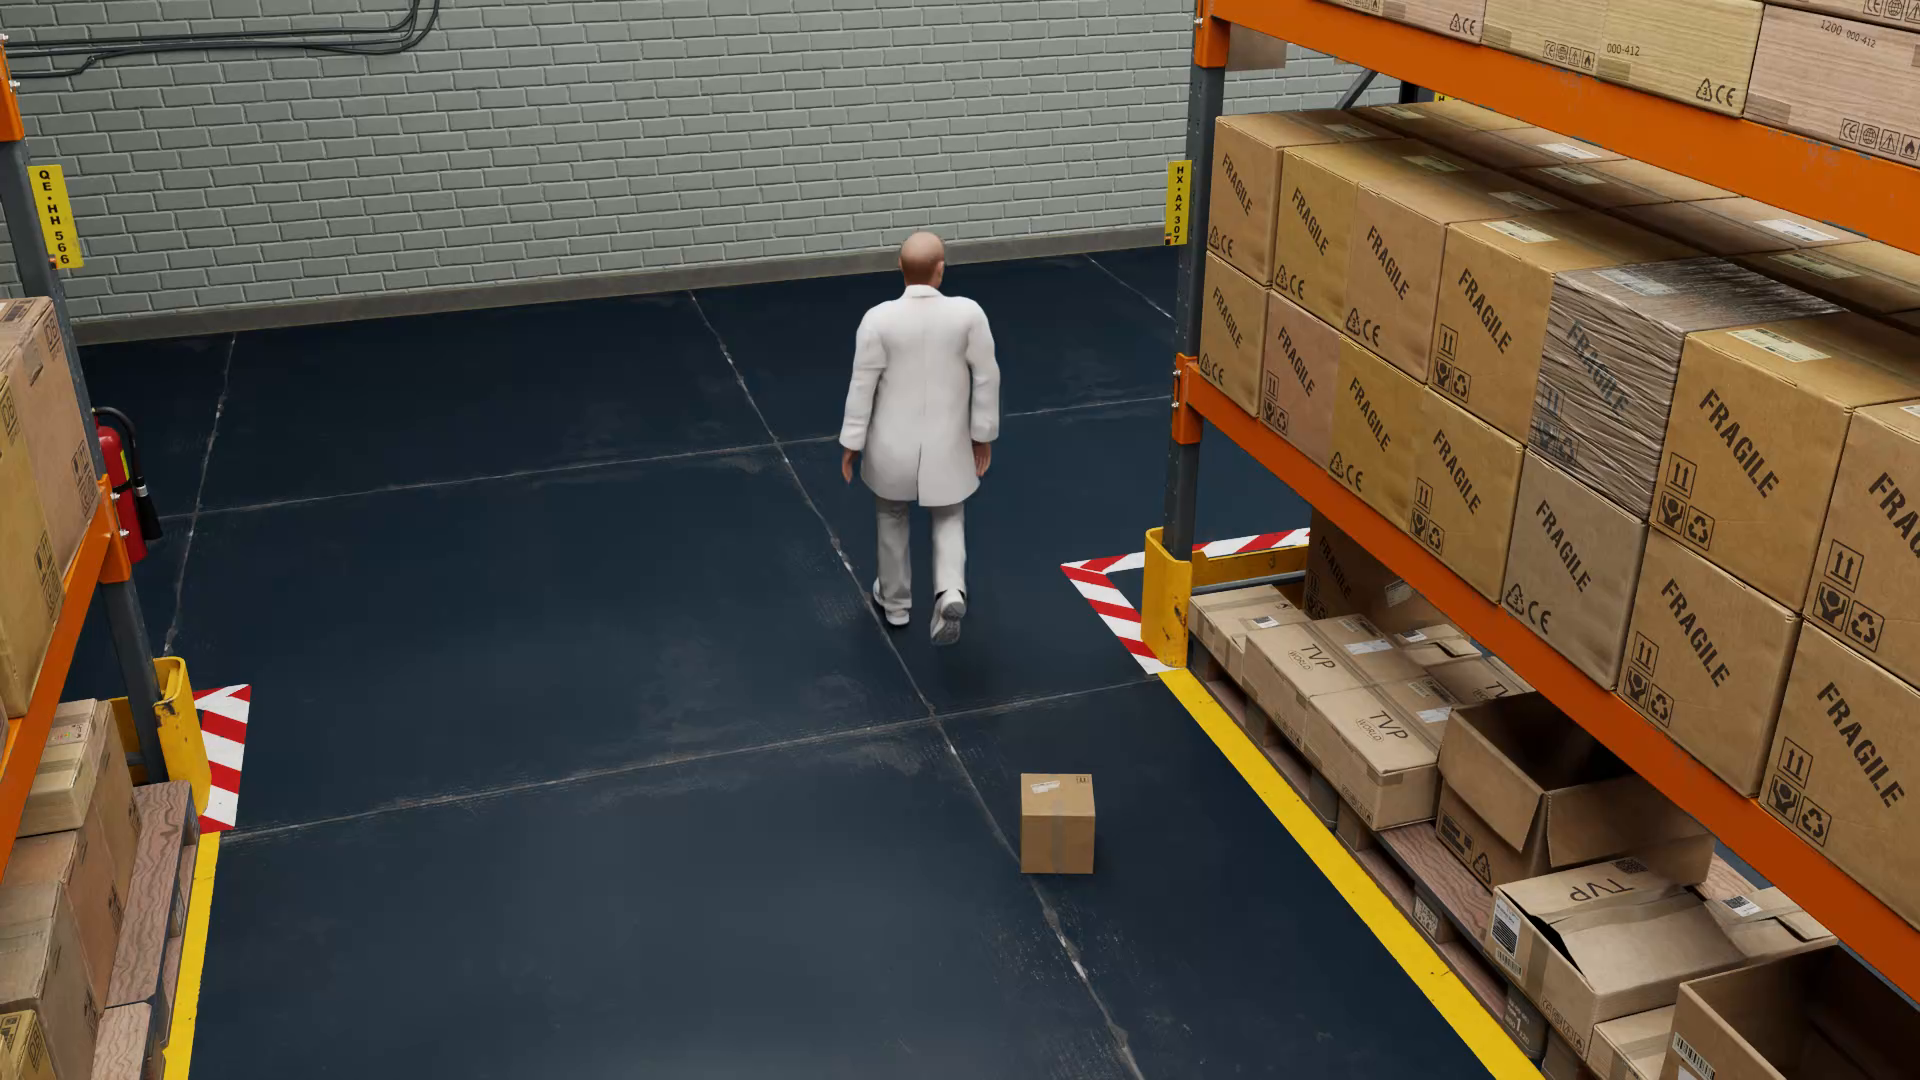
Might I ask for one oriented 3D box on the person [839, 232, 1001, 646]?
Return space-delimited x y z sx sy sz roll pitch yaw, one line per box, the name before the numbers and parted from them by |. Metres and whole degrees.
person | -0.164 -0.391 6.917 0.669 1.750 0.831 -3 26 -5
